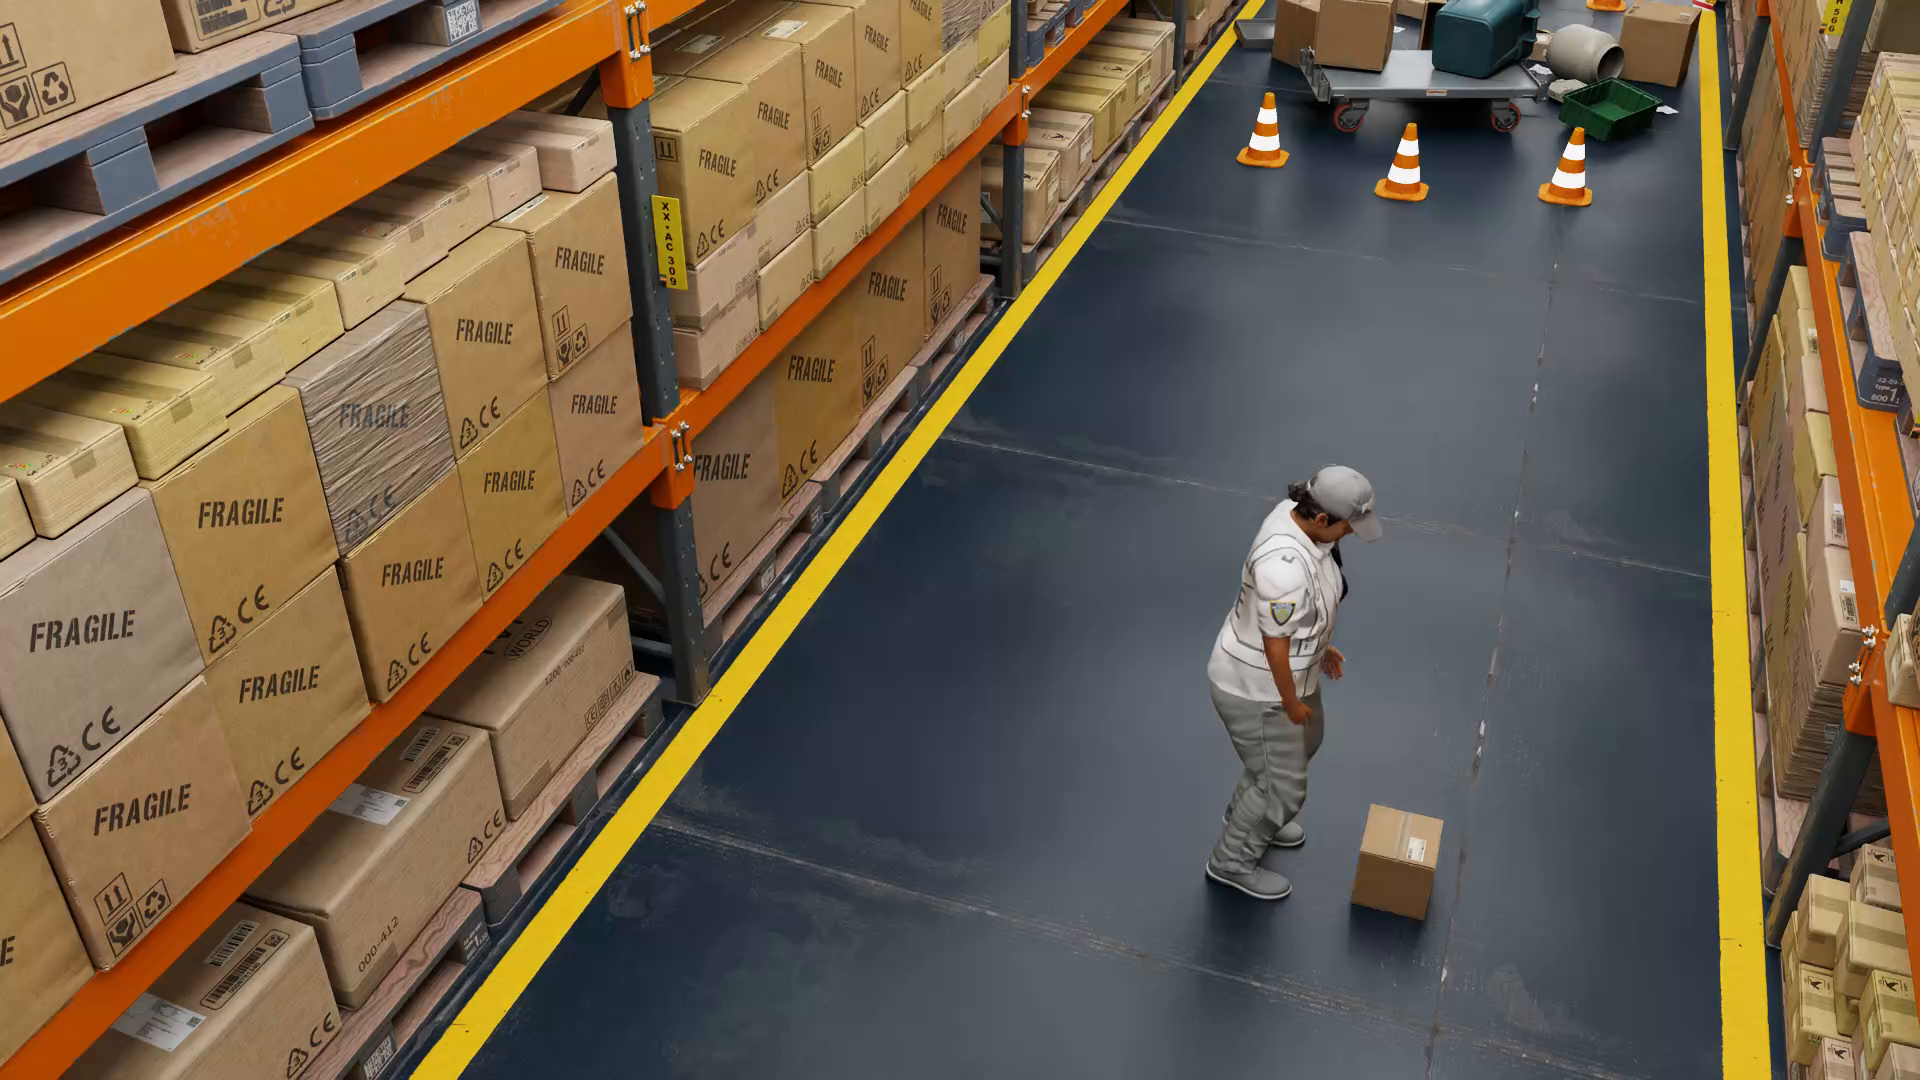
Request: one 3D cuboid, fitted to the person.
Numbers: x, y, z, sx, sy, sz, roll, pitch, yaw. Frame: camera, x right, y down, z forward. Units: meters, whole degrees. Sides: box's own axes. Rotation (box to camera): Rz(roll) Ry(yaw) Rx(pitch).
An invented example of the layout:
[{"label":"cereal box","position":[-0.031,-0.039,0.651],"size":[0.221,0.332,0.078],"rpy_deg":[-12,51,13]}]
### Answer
[{"label":"person","position":[1.073,0.446,5.517],"size":[0.479,1.620,0.496],"rpy_deg":[12,35,18]}]
